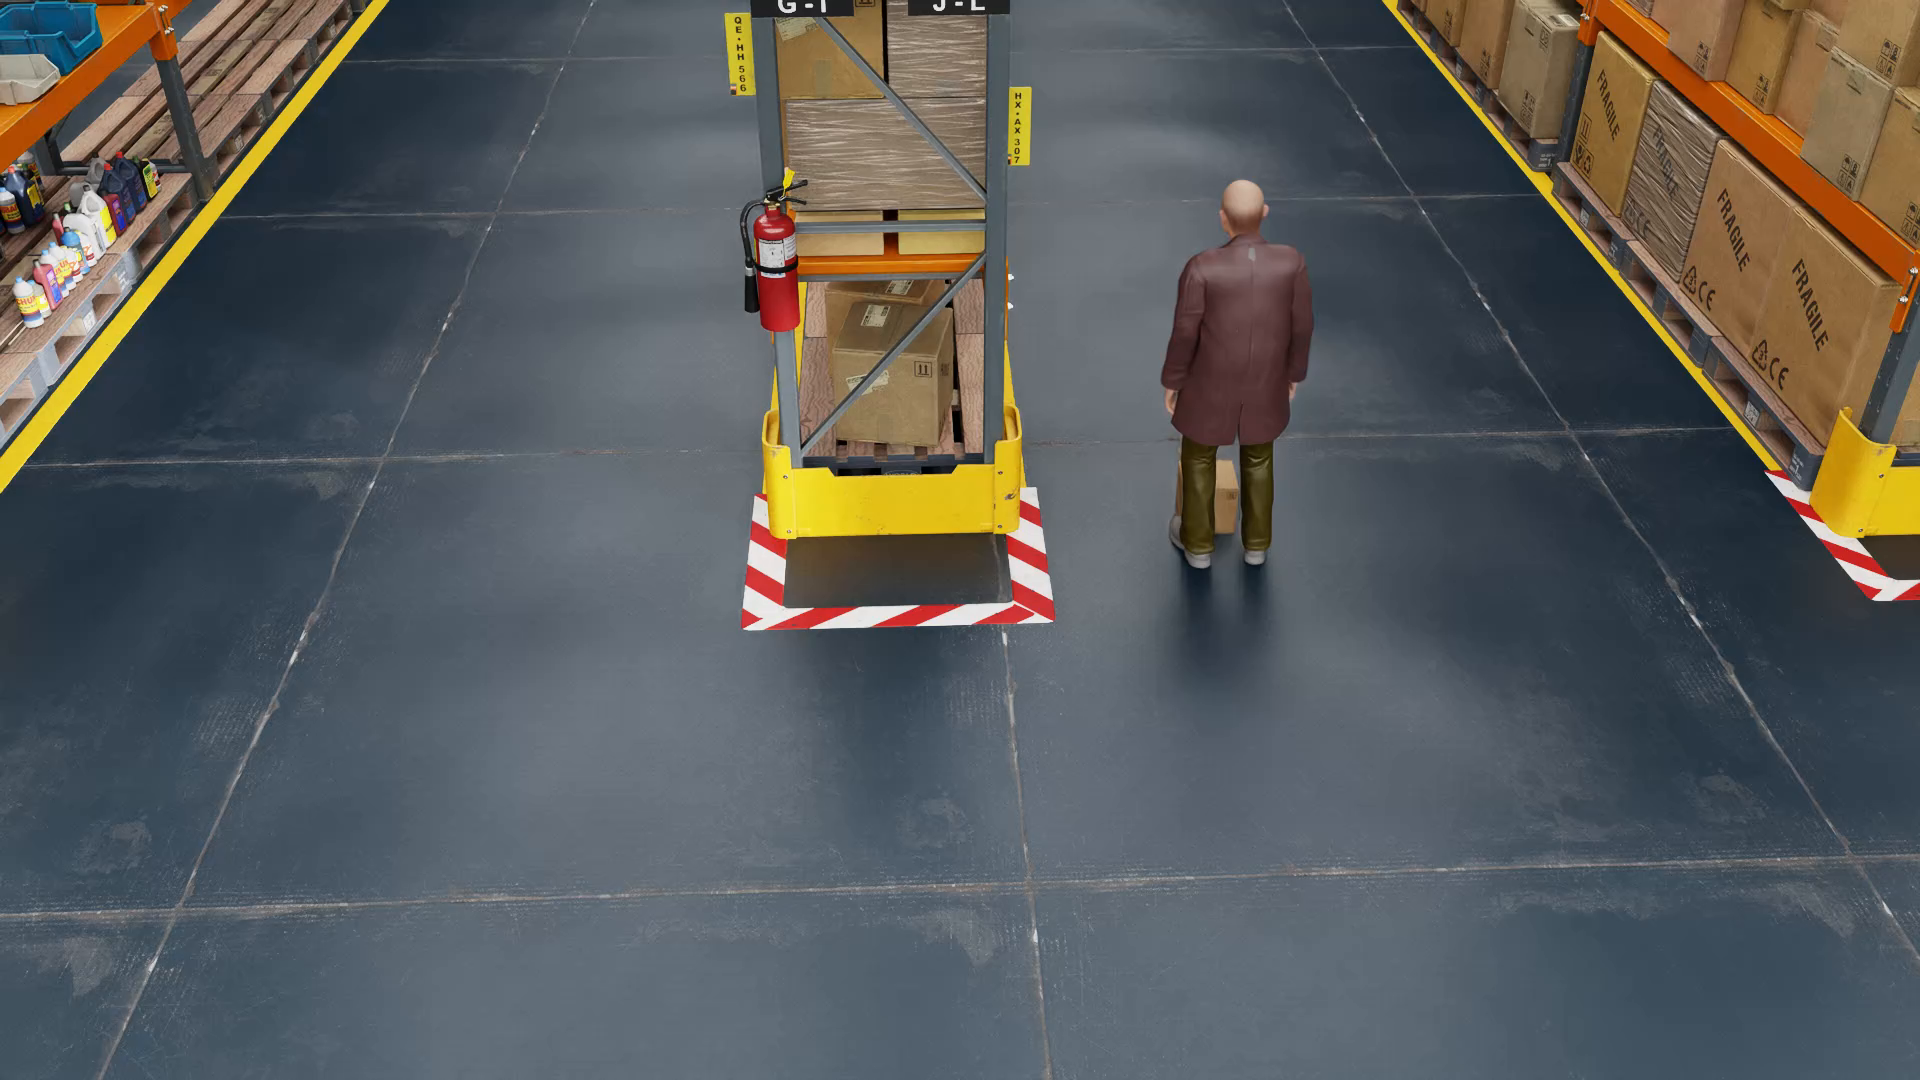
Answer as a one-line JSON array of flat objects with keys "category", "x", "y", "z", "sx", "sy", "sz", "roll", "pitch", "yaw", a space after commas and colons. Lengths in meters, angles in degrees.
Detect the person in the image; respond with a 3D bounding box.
[{"category": "person", "x": 1.172, "y": -0.684, "z": 7.144, "sx": 0.640, "sy": 1.772, "sz": 0.428, "roll": -3, "pitch": 35, "yaw": -5}]
